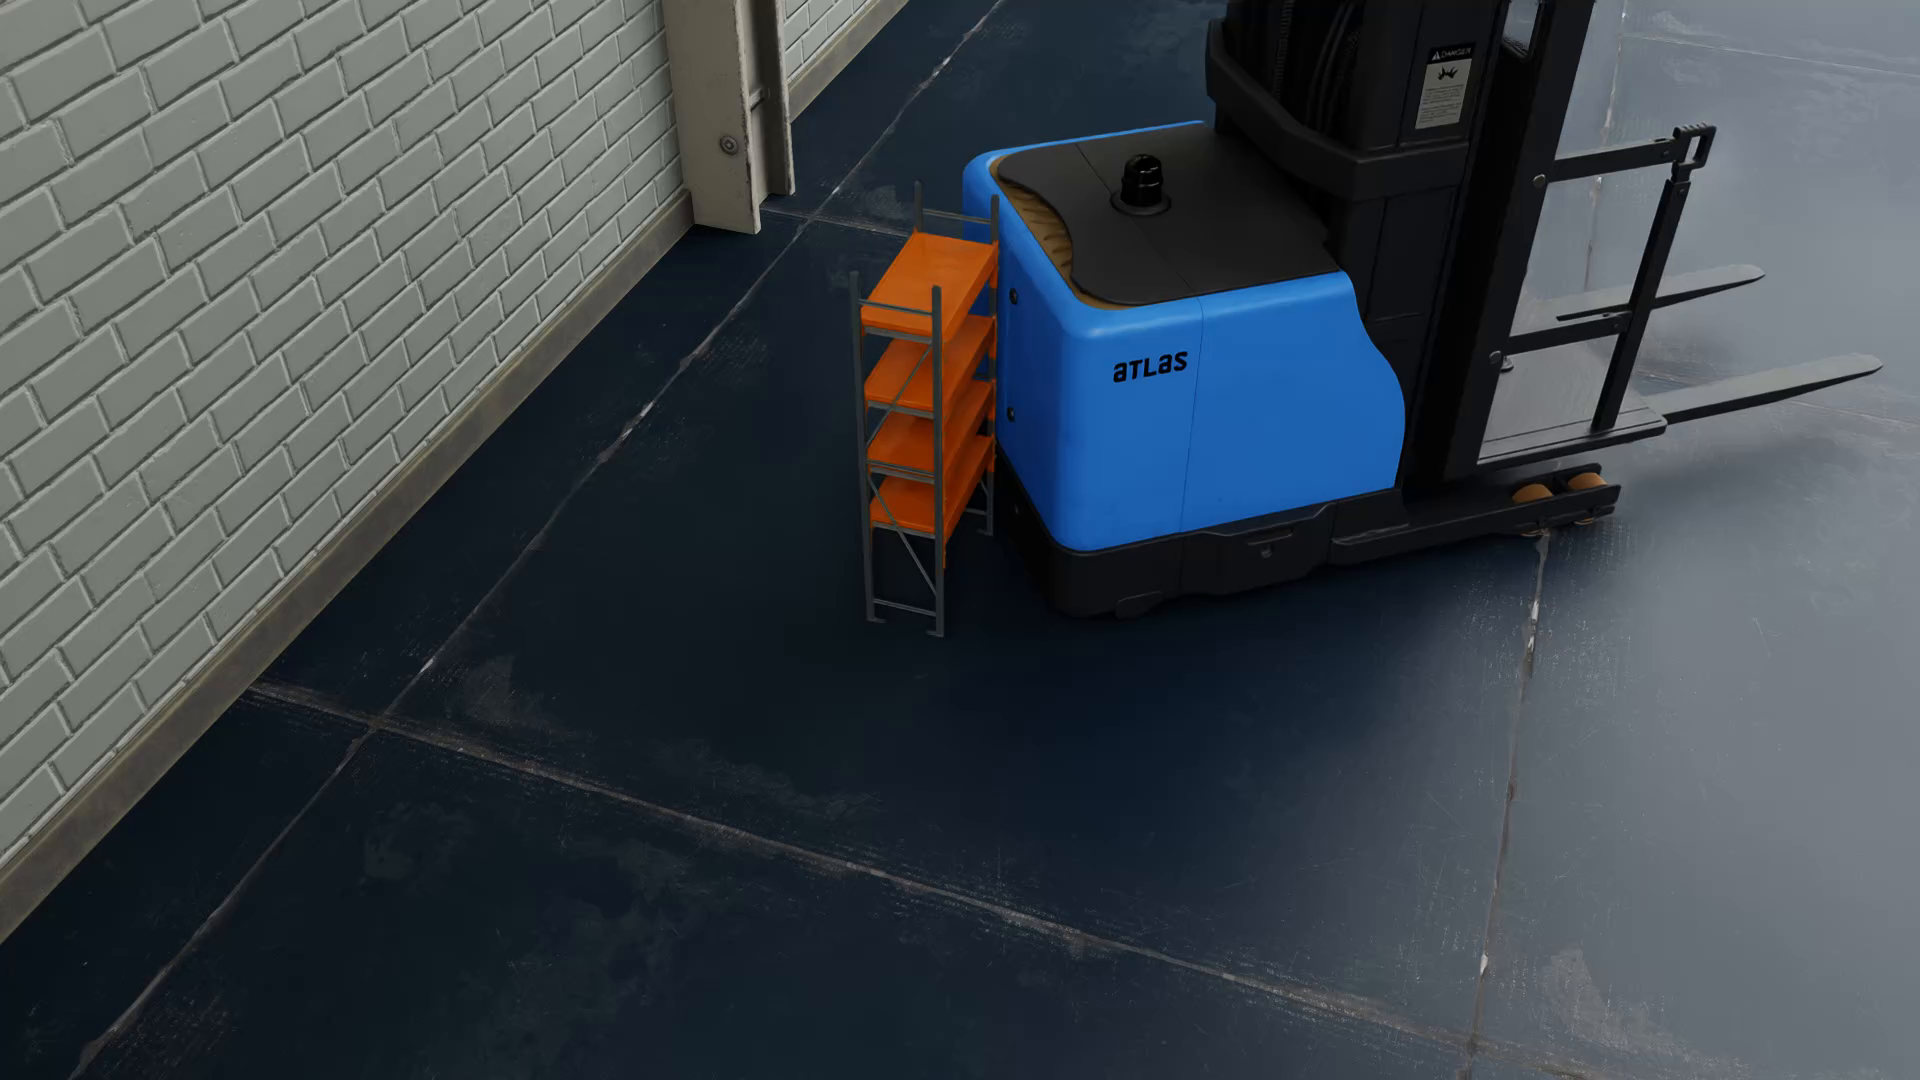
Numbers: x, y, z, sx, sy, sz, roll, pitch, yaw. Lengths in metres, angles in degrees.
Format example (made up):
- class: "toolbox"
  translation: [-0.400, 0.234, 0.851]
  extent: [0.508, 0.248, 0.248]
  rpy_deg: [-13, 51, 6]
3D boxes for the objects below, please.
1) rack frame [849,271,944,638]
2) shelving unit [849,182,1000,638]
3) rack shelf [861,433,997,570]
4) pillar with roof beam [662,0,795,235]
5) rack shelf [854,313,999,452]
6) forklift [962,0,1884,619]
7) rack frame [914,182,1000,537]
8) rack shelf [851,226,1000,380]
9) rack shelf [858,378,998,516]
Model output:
- class: "rack frame"
  translation: [-0.163, -0.195, 4.555]
  extent: [0.240, 1.200, 0.015]
  rpy_deg: [12, 42, 14]
- class: "shelving unit"
  translation: [-0.086, -0.346, 4.731]
  extent: [0.258, 1.200, 0.503]
  rpy_deg: [12, 42, 14]
- class: "rack shelf"
  translation: [-0.086, -0.143, 4.903]
  extent: [0.258, 0.148, 0.480]
  rpy_deg: [12, 42, 14]
- class: "pillar with roof beam"
  translation: [3.145, -3.851, 2.830]
  extent: [9.100, 9.000, 0.400]
  rpy_deg: [13, 42, 15]
- class: "rack shelf"
  translation: [-0.086, -0.465, 4.629]
  extent: [0.258, 0.148, 0.480]
  rpy_deg: [12, 42, 14]
- class: "forklift"
  translation: [1.569, -1.441, 4.681]
  extent: [3.031, 2.935, 1.130]
  rpy_deg: [-12, 42, -13]
- class: "rack frame"
  translation: [-0.009, -0.496, 4.907]
  extent: [0.240, 1.200, 0.015]
  rpy_deg: [12, 42, 14]
- class: "rack shelf"
  translation: [-0.086, -0.645, 4.476]
  extent: [0.258, 0.148, 0.480]
  rpy_deg: [12, 42, 14]
- class: "rack shelf"
  translation: [-0.086, -0.295, 4.774]
  extent: [0.258, 0.148, 0.480]
  rpy_deg: [12, 42, 14]
